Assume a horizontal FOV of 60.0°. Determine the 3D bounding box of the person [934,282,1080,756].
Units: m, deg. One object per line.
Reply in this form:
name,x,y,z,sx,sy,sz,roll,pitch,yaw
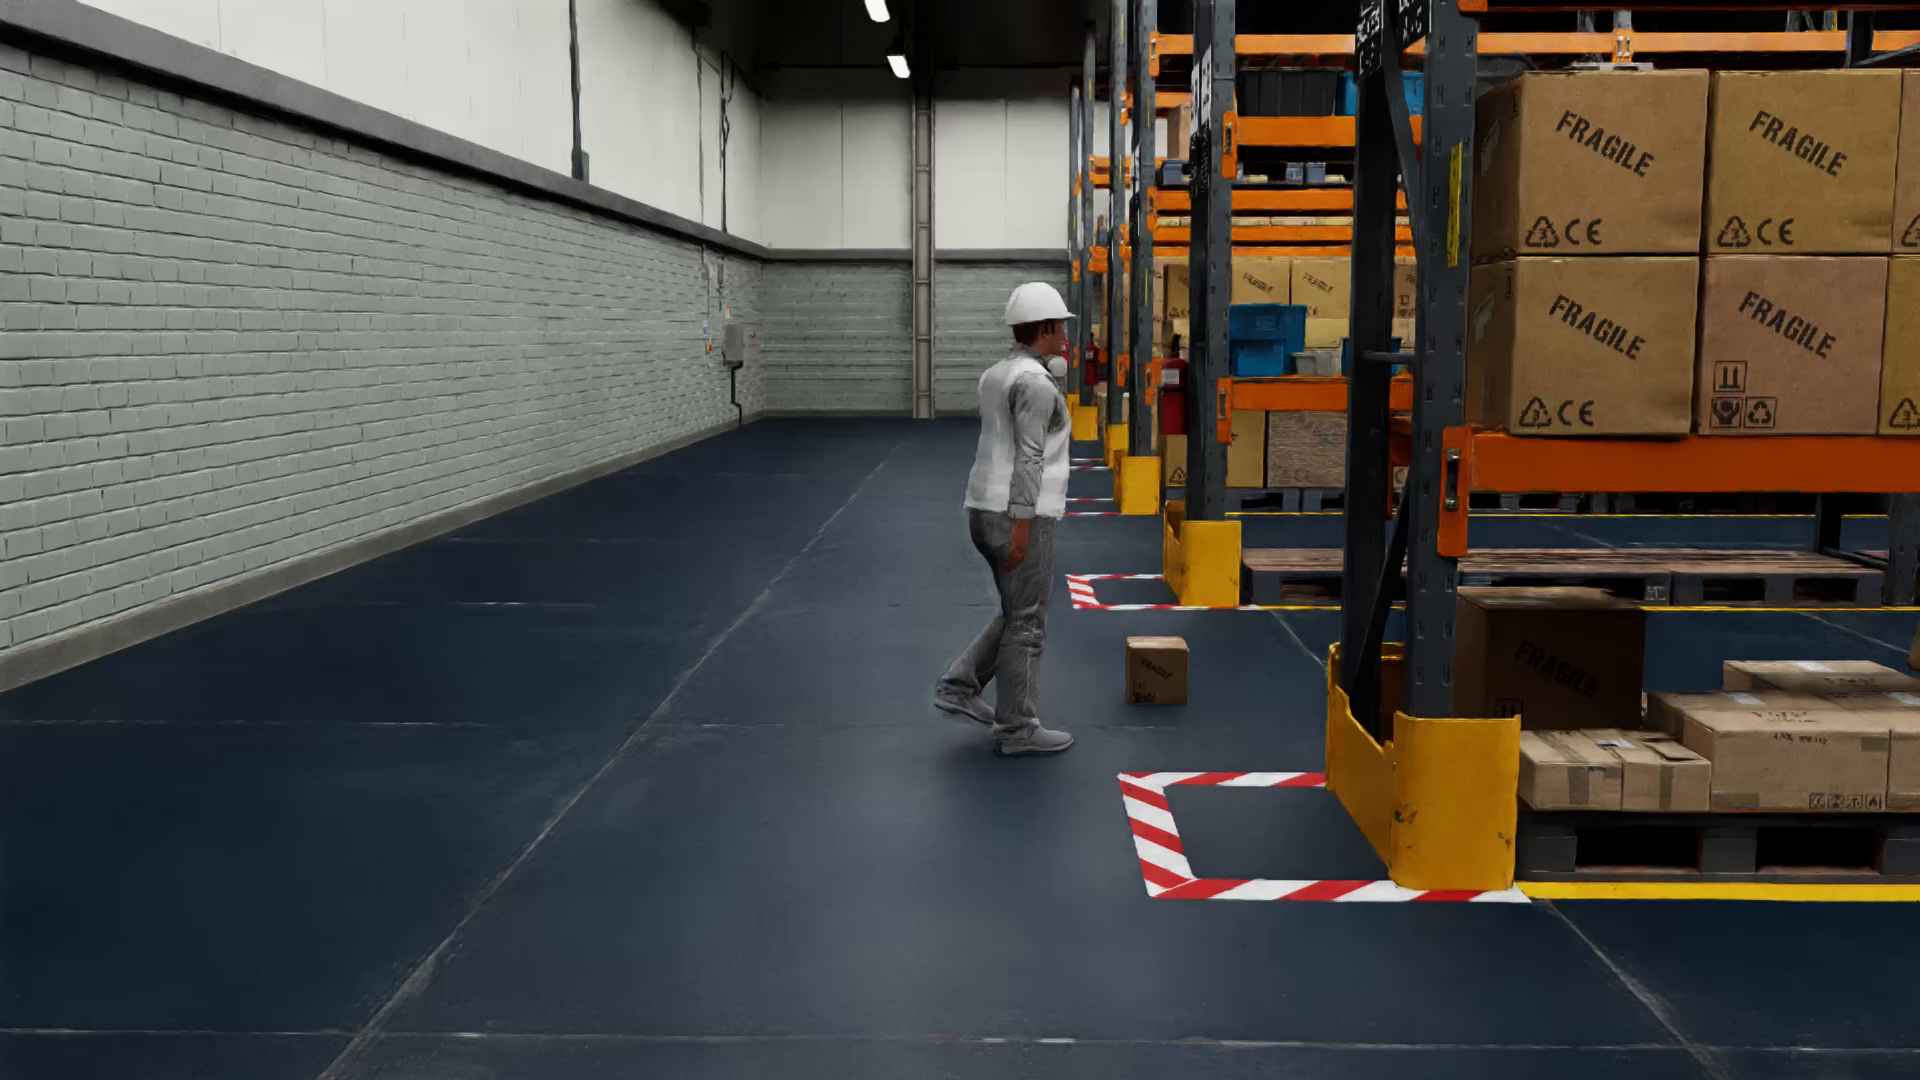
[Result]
person,0.198,-0.082,6.312,0.540,1.768,0.553,-2,8,-18
